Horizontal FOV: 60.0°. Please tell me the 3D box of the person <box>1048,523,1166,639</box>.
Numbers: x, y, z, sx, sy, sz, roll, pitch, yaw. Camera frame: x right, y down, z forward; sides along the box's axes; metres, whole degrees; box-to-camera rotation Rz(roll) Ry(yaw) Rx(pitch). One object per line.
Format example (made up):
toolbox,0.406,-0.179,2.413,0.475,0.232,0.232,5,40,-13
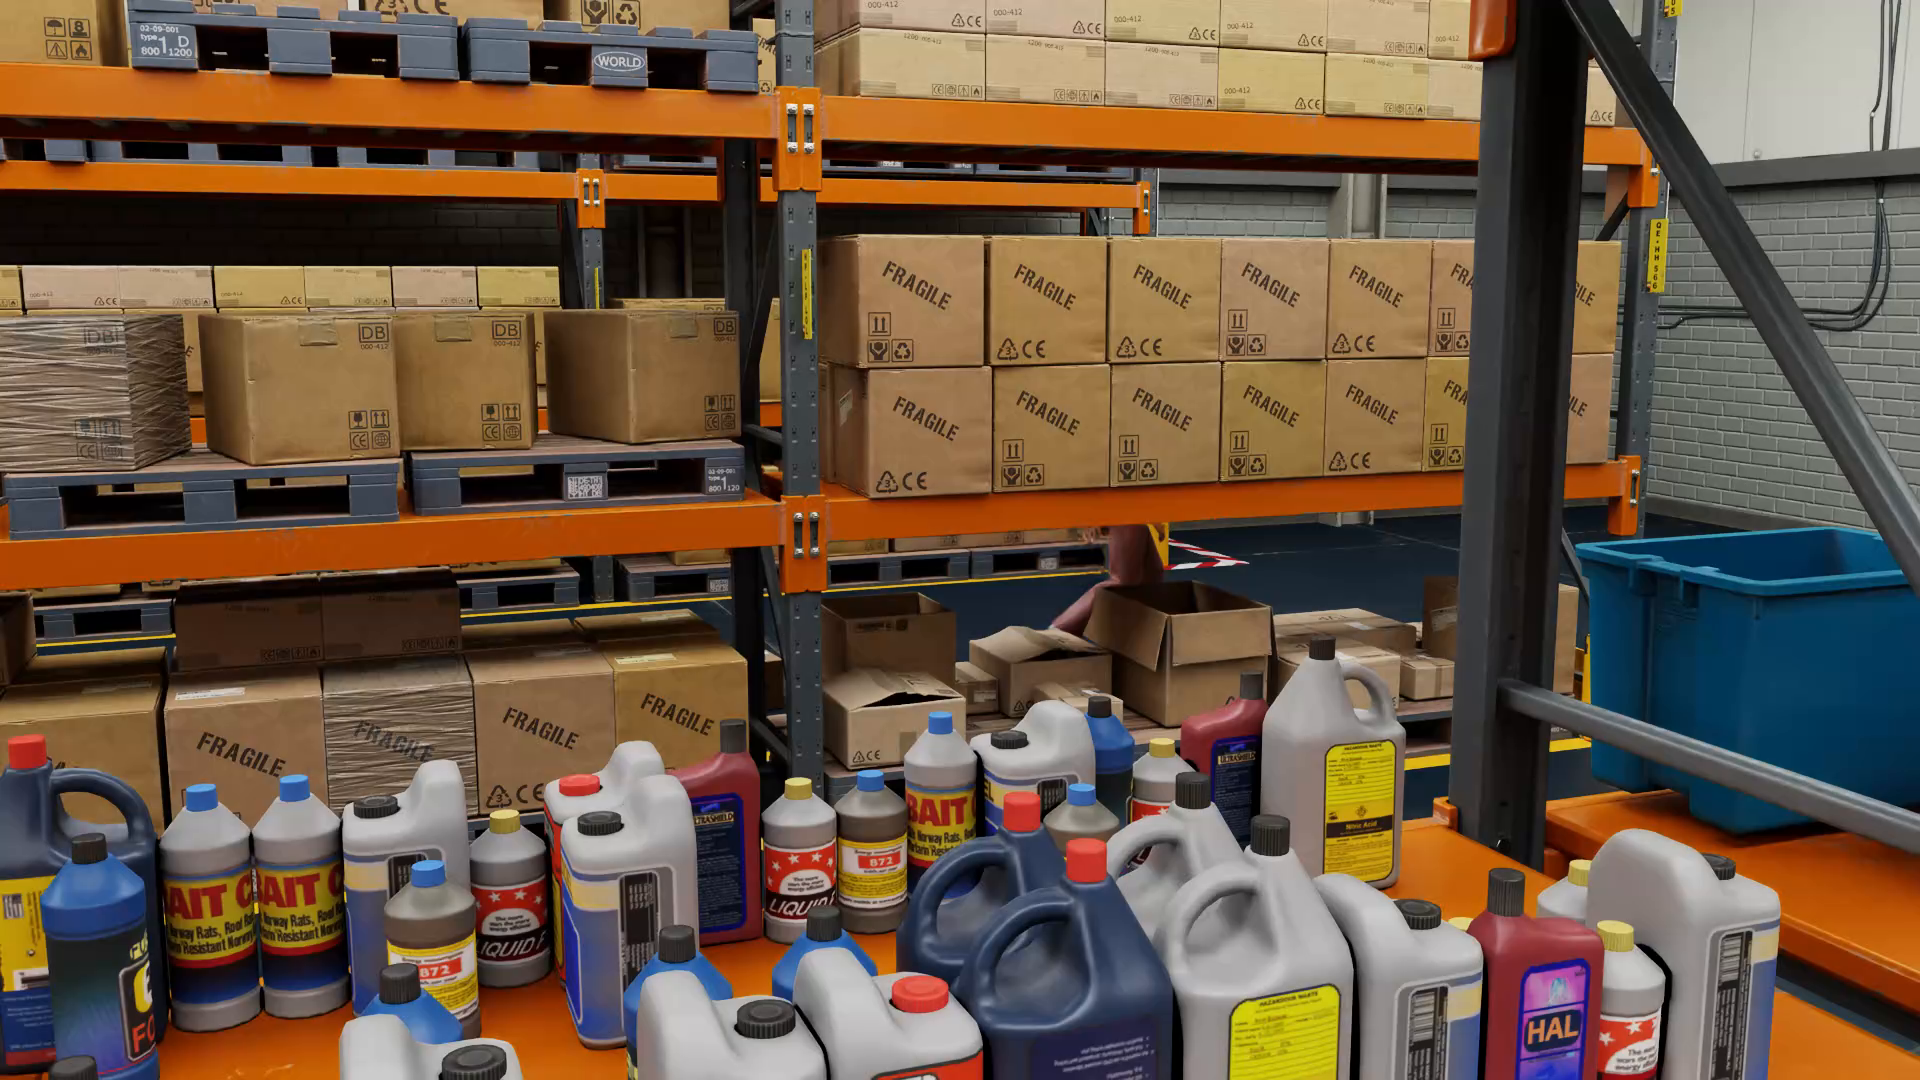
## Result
person,0.880,-0.125,9.131,0.968,1.626,0.441,-4,10,-21
